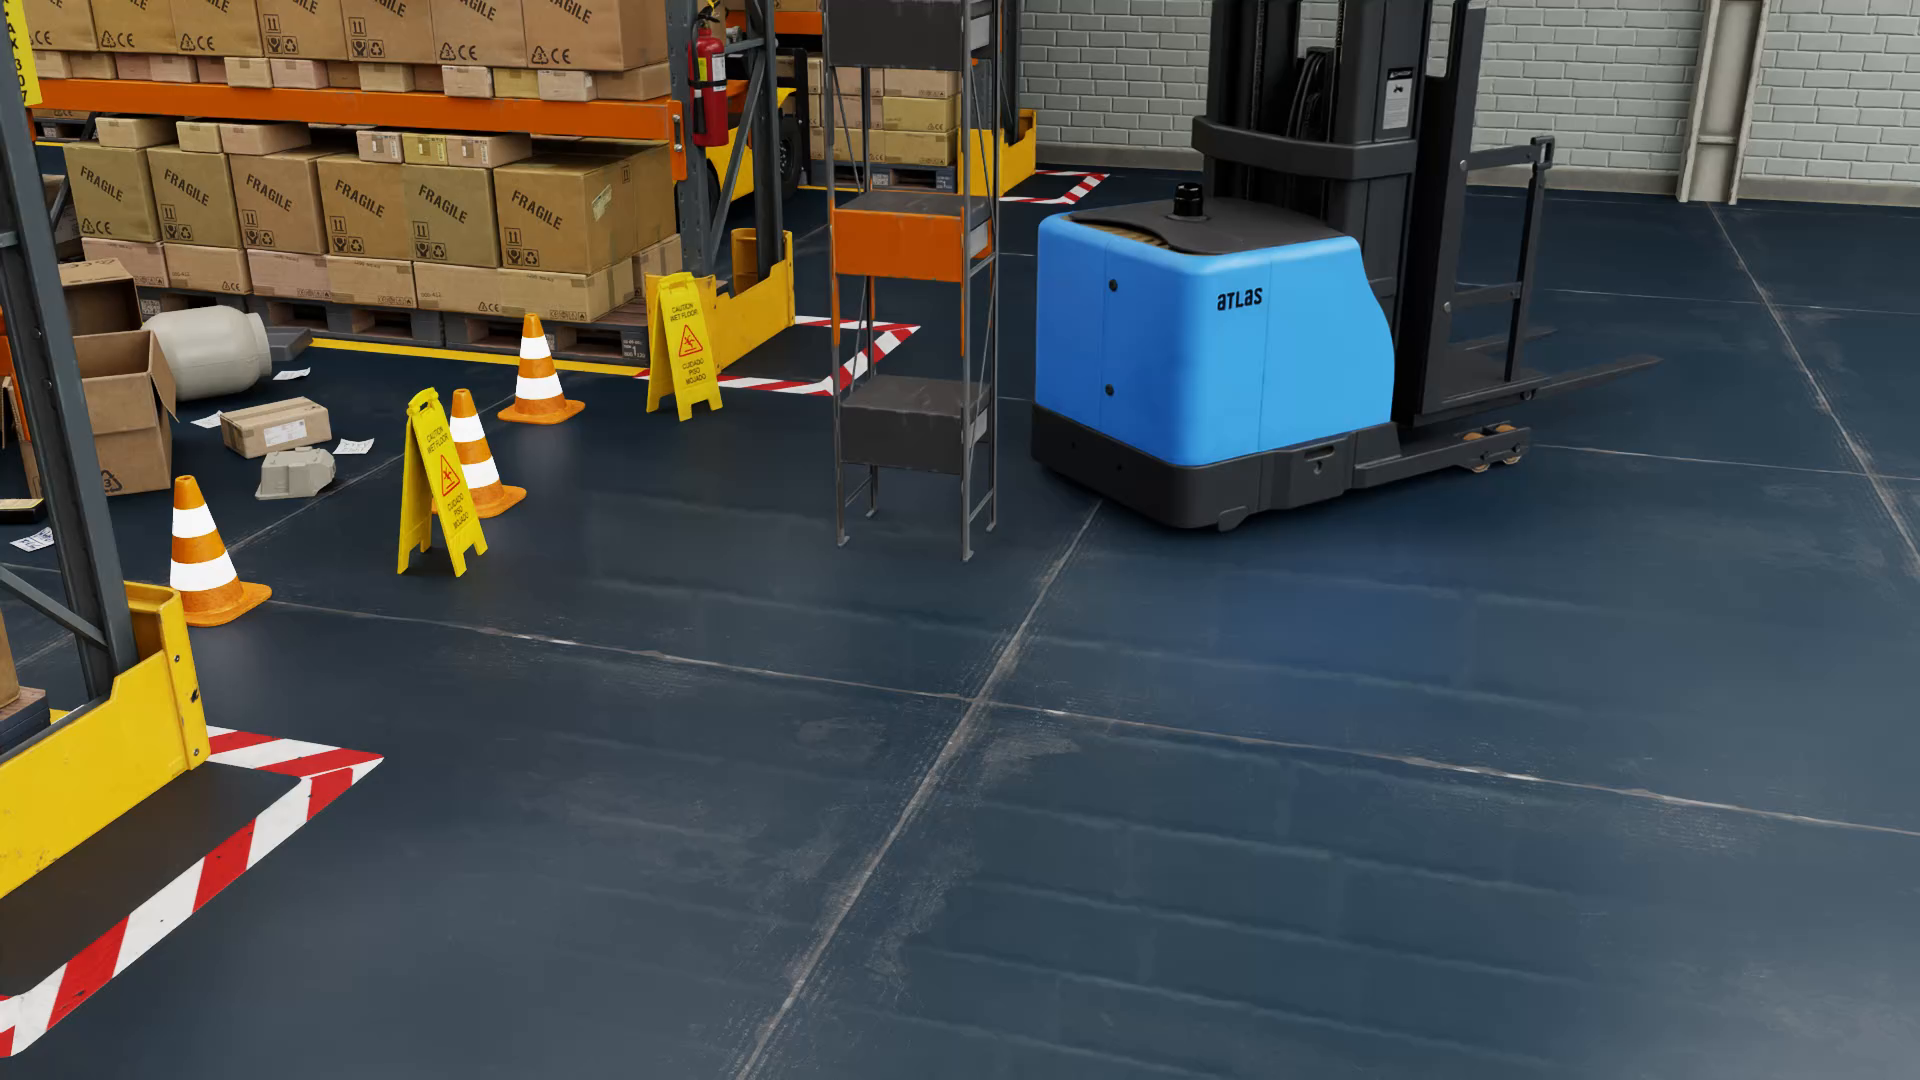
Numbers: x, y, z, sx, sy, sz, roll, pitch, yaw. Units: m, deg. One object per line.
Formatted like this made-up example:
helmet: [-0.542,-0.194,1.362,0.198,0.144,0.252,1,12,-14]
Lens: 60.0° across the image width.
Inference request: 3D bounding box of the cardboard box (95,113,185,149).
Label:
cardboard box: [-4.396,-2.212,8.938,0.250,0.149,0.380,7,23,16]

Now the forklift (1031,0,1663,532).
forklift: [1.814,-1.792,6.776,3.031,2.935,1.130,-14,26,-30]

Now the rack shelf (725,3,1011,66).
rack shelf: [-1.640,-4.093,13.244,4.000,0.370,1.077,7,23,16]

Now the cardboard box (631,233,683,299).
cardboard box: [-1.848,-1.514,9.078,0.500,0.250,0.500,6,23,15]

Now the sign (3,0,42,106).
sign: [-2.323,-1.231,4.074,0.005,0.325,0.100,7,23,16]

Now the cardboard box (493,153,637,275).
cardboard box: [-1.998,-1.665,8.458,0.500,0.500,0.500,7,23,16]

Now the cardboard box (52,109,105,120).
cardboard box: [-7.851,-4.090,15.028,0.500,0.500,0.500,7,23,17]

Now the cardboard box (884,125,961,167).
cardboard box: [-0.266,-3.066,12.861,0.500,0.250,0.500,7,23,16]

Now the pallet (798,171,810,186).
pallet: [-1.634,-3.120,13.597,1.213,0.211,1.003,7,23,15]

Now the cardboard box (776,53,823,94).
cardboard box: [-1.233,-3.634,12.929,0.500,0.250,0.500,7,23,16]

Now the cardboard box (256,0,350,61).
cardboard box: [-3.191,-2.721,8.428,0.500,0.500,0.500,7,23,16]

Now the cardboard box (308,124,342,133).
cardboard box: [-3.854,-2.088,9.489,0.500,0.500,0.500,7,23,16]

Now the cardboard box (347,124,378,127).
cardboard box: [-4.798,-3.882,14.356,0.625,0.625,0.875,6,23,15]

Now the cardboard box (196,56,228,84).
cardboard box: [-3.765,-2.489,8.718,0.250,0.149,0.380,6,23,15]

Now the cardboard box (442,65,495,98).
cardboard box: [-2.344,-2.290,8.232,0.250,0.149,0.380,7,23,16]

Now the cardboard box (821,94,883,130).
cardboard box: [-0.759,-3.359,12.917,0.500,0.250,0.500,6,23,15]

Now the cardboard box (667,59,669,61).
cardboard box: [-1.421,-2.399,8.497,0.250,0.149,0.380,7,23,16]

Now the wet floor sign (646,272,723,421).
wet floor sign: [-1.283,-0.904,7.623,0.232,0.644,0.267,16,27,34]

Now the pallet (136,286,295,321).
pallet: [-4.332,-1.490,9.625,1.213,0.211,1.003,7,23,16]

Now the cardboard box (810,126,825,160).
cardboard box: [-1.216,-3.182,13.144,0.500,0.250,0.500,7,23,16]

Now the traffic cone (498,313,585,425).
traffic cone: [-1.940,-0.808,7.629,0.334,0.463,0.336,7,23,16]

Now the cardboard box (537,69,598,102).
cardboard box: [-1.850,-2.237,8.103,0.250,0.149,0.380,6,23,15]

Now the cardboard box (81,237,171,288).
cardboard box: [-4.498,-1.601,9.290,0.500,0.250,0.500,5,23,13]

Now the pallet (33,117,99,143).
pallet: [-8.088,-3.889,15.473,1.213,0.211,1.003,7,23,16]

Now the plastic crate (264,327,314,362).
plastic crate: [-3.719,-1.020,8.652,0.583,0.080,0.402,-1,22,-3]

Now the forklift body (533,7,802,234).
forklift body: [-2.068,-3.359,11.625,1.214,2.155,2.313,7,23,16]

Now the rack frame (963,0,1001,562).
rack frame: [0.075,-0.963,5.851,0.015,2.100,0.400,7,23,16]

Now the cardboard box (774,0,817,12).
cardboard box: [-1.257,-4.328,12.736,0.500,0.500,0.500,6,23,14]

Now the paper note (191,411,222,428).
paper note: [-3.405,-0.552,7.590,0.142,0.019,0.148,16,27,34]

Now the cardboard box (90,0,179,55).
cardboard box: [-4.157,-2.829,8.691,0.500,0.500,0.500,6,23,15]

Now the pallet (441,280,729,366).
pallet: [-1.996,-1.223,8.973,1.213,0.211,1.003,7,23,16]

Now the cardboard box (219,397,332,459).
cardboard box: [-2.993,-0.494,7.277,0.380,0.149,0.250,-20,29,-39]

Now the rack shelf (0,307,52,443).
rack shelf: [-4.403,-0.480,4.435,4.000,0.370,1.077,7,23,16]

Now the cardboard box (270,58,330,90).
cardboard box: [-3.305,-2.413,8.531,0.250,0.149,0.380,6,23,15]

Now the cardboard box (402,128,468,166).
cardboard box: [-2.609,-2.010,8.444,0.250,0.149,0.380,7,23,16]

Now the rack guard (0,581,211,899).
rack guard: [-2.466,0.566,4.232,0.348,0.500,1.175,7,23,16]

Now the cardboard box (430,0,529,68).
cardboard box: [-2.233,-2.603,8.139,0.500,0.500,0.500,7,23,16]

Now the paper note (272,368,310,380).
paper note: [-3.312,-0.826,8.244,0.148,0.019,0.142,-1,22,-3]

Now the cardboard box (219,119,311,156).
cardboard box: [-3.645,-2.128,8.732,0.250,0.149,0.380,8,24,19]

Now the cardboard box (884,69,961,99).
cardboard box: [-0.256,-3.529,12.672,0.500,0.250,0.500,7,23,17]

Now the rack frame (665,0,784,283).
rack frame: [-1.156,-2.403,8.175,0.127,3.000,1.000,7,23,16]

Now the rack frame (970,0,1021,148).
rack frame: [0.275,-4.207,12.573,0.127,3.000,1.000,7,23,16]

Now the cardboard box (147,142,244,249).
cardboard box: [-3.982,-1.893,9.015,0.500,0.500,0.500,8,23,18]

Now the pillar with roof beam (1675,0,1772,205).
pillar with roof beam: [4.369,-5.164,7.002,0.400,9.000,9.100,7,23,16]

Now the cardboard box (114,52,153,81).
cardboard box: [-4.256,-2.547,8.858,0.250,0.149,0.380,6,23,15]

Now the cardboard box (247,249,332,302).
cardboard box: [-3.475,-1.489,9.017,0.500,0.250,0.500,6,23,15]

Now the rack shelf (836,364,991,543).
rack shelf: [-0.158,-0.329,6.187,0.480,0.518,0.431,7,23,16]

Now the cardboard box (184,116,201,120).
cardboard box: [-6.791,-4.106,14.903,0.625,0.625,0.875,7,23,17]

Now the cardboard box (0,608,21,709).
cardboard box: [-3.157,0.145,4.210,0.875,0.875,0.875,7,23,16]

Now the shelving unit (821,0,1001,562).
shelving unit: [-0.158,-0.990,5.916,0.503,2.100,0.431,7,23,16]

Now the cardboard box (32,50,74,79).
cardboard box: [-4.776,-2.574,8.924,0.250,0.149,0.380,6,23,15]

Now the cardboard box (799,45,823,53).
cardboard box: [-1.086,-3.825,13.395,0.500,0.250,0.500,6,23,15]

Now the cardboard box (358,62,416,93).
cardboard box: [-2.820,-2.365,8.413,0.250,0.149,0.380,6,23,15]

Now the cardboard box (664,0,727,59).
cardboard box: [-1.529,-2.739,8.472,0.500,0.500,0.500,6,23,15]

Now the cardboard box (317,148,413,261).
cardboard box: [-2.980,-1.779,8.736,0.500,0.500,0.500,6,23,14]

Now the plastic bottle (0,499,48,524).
plastic bottle: [-3.707,-0.111,6.460,0.283,0.061,0.133,-1,22,-3]

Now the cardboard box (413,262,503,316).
cardboard box: [-2.501,-1.375,8.741,0.500,0.250,0.500,7,23,16]

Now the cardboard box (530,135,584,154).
cardboard box: [-2.373,-1.919,9.077,0.500,0.500,0.500,6,23,14]

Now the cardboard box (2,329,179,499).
cardboard box: [-3.569,-0.521,6.876,0.637,0.503,0.797,-9,24,-21]
